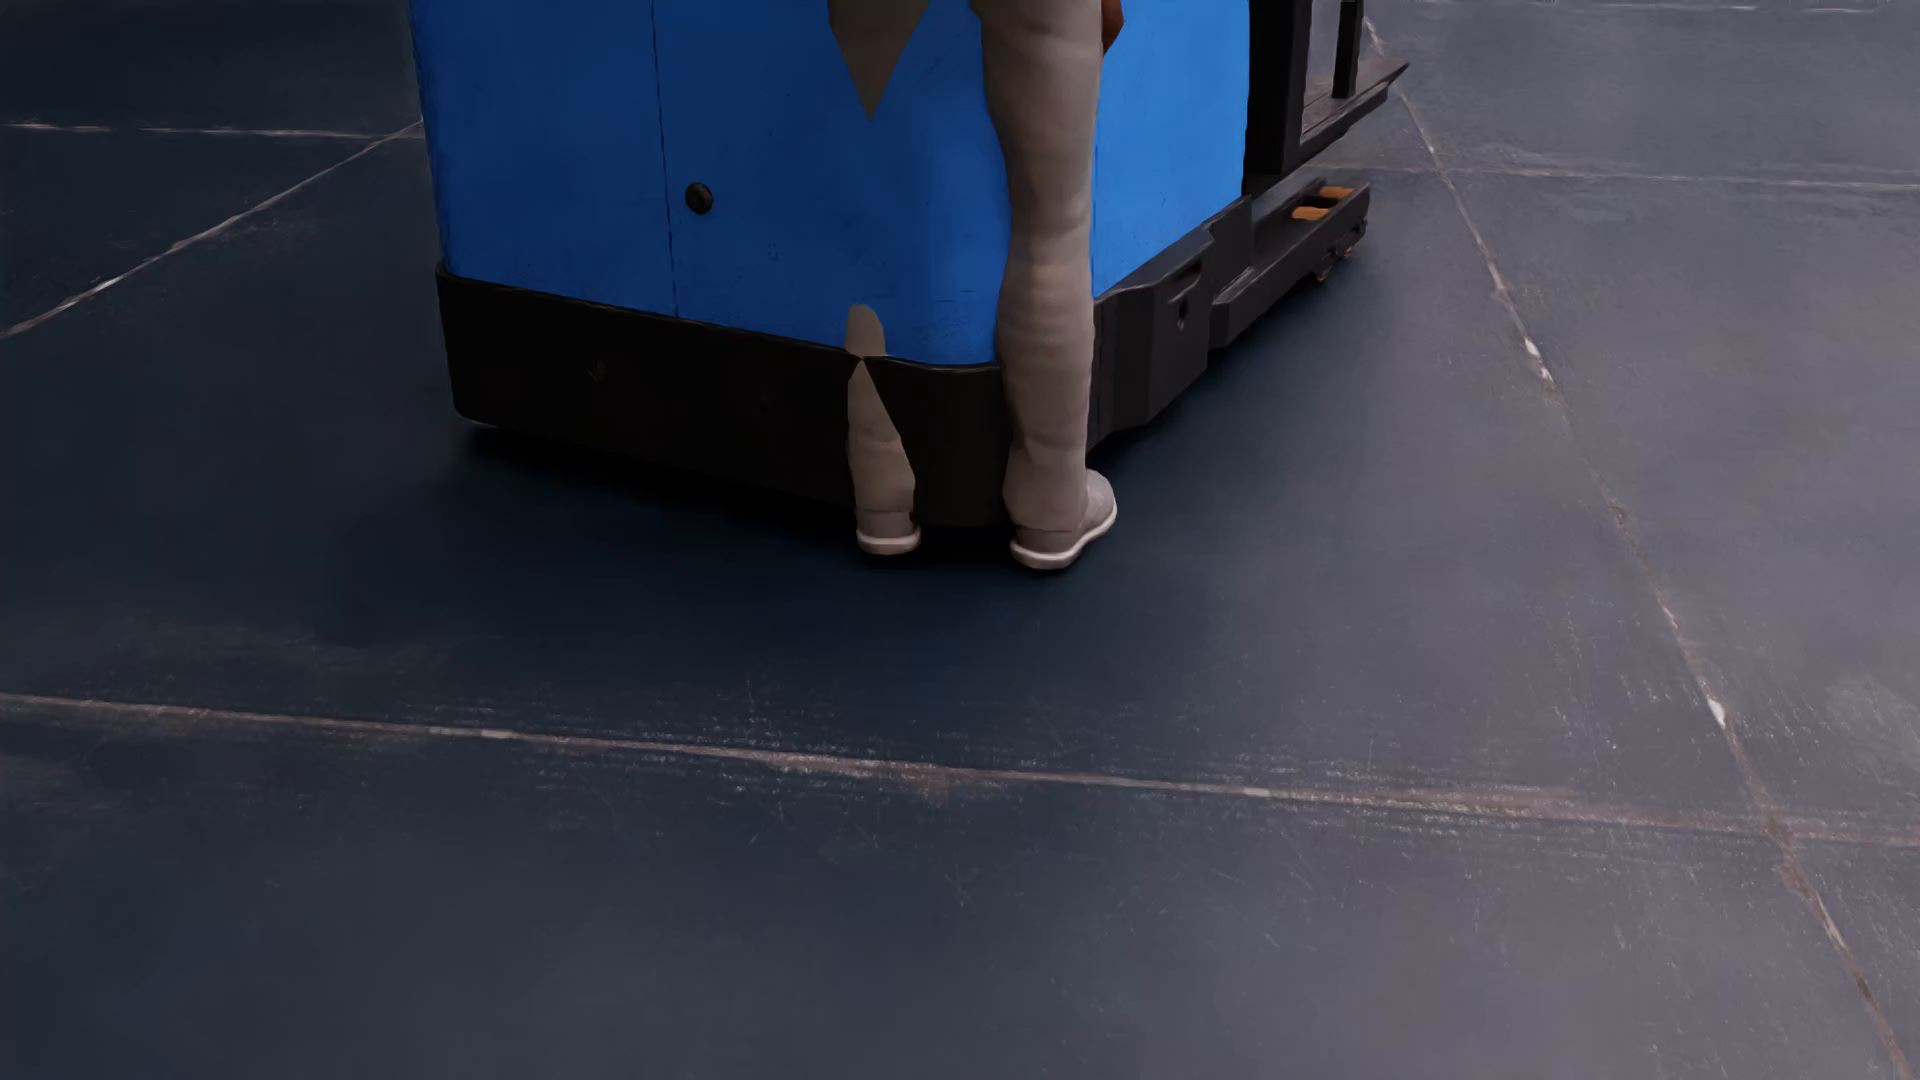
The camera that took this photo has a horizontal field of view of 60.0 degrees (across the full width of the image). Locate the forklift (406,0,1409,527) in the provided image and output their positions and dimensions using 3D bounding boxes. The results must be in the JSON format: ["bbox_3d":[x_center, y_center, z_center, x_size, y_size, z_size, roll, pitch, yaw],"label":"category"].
[{"bbox_3d":[0.278,-1.955,3.135,1.130,2.935,3.031,13,29,24],"label":"forklift"}]

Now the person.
[{"bbox_3d":[0.009,-0.758,2.144,0.446,1.680,0.339,3,27,7],"label":"person"}]
